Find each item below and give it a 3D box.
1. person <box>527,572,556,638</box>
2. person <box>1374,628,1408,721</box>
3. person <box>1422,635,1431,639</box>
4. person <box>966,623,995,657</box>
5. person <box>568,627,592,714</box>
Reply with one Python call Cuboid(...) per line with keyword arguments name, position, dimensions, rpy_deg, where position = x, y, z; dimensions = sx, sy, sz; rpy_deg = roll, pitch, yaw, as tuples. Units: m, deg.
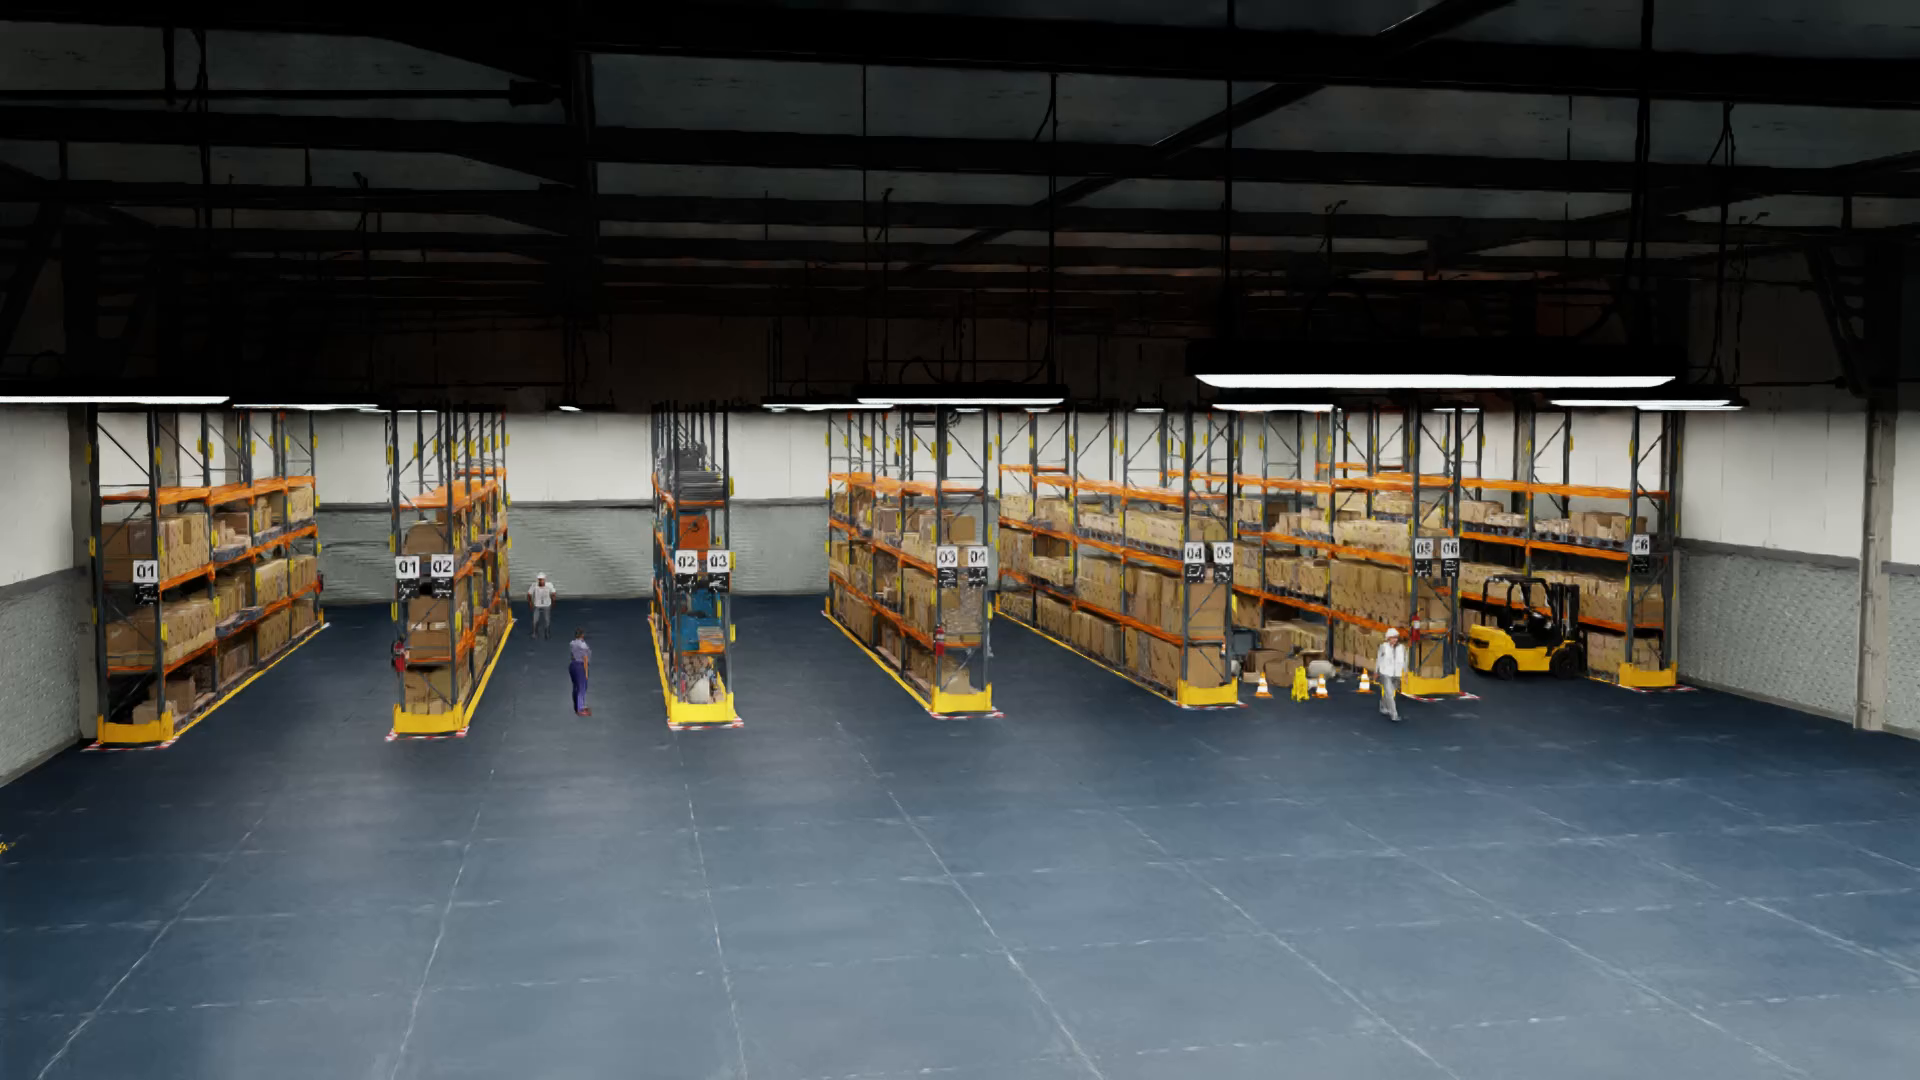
Cuboid(name="person", position=(-10.686, 1.673, 42.501), dimensions=(0.719, 1.714, 0.578), rpy_deg=(-1, 4, -14))
Cuboid(name="person", position=(8.143, 2.504, 31.311), dimensions=(0.555, 1.725, 1.029), rpy_deg=(-1, 4, -13))
Cuboid(name="person", position=(10.577, 2.066, 37.807), dimensions=(0.449, 1.599, 0.467), rpy_deg=(2, 5, 20))
Cuboid(name="person", position=(0.430, 1.888, 39.302), dimensions=(0.577, 1.716, 1.104), rpy_deg=(-2, 5, -20))
Cuboid(name="person", position=(-7.254, 2.489, 31.861), dimensions=(0.429, 1.656, 0.533), rpy_deg=(-4, 6, -42))
